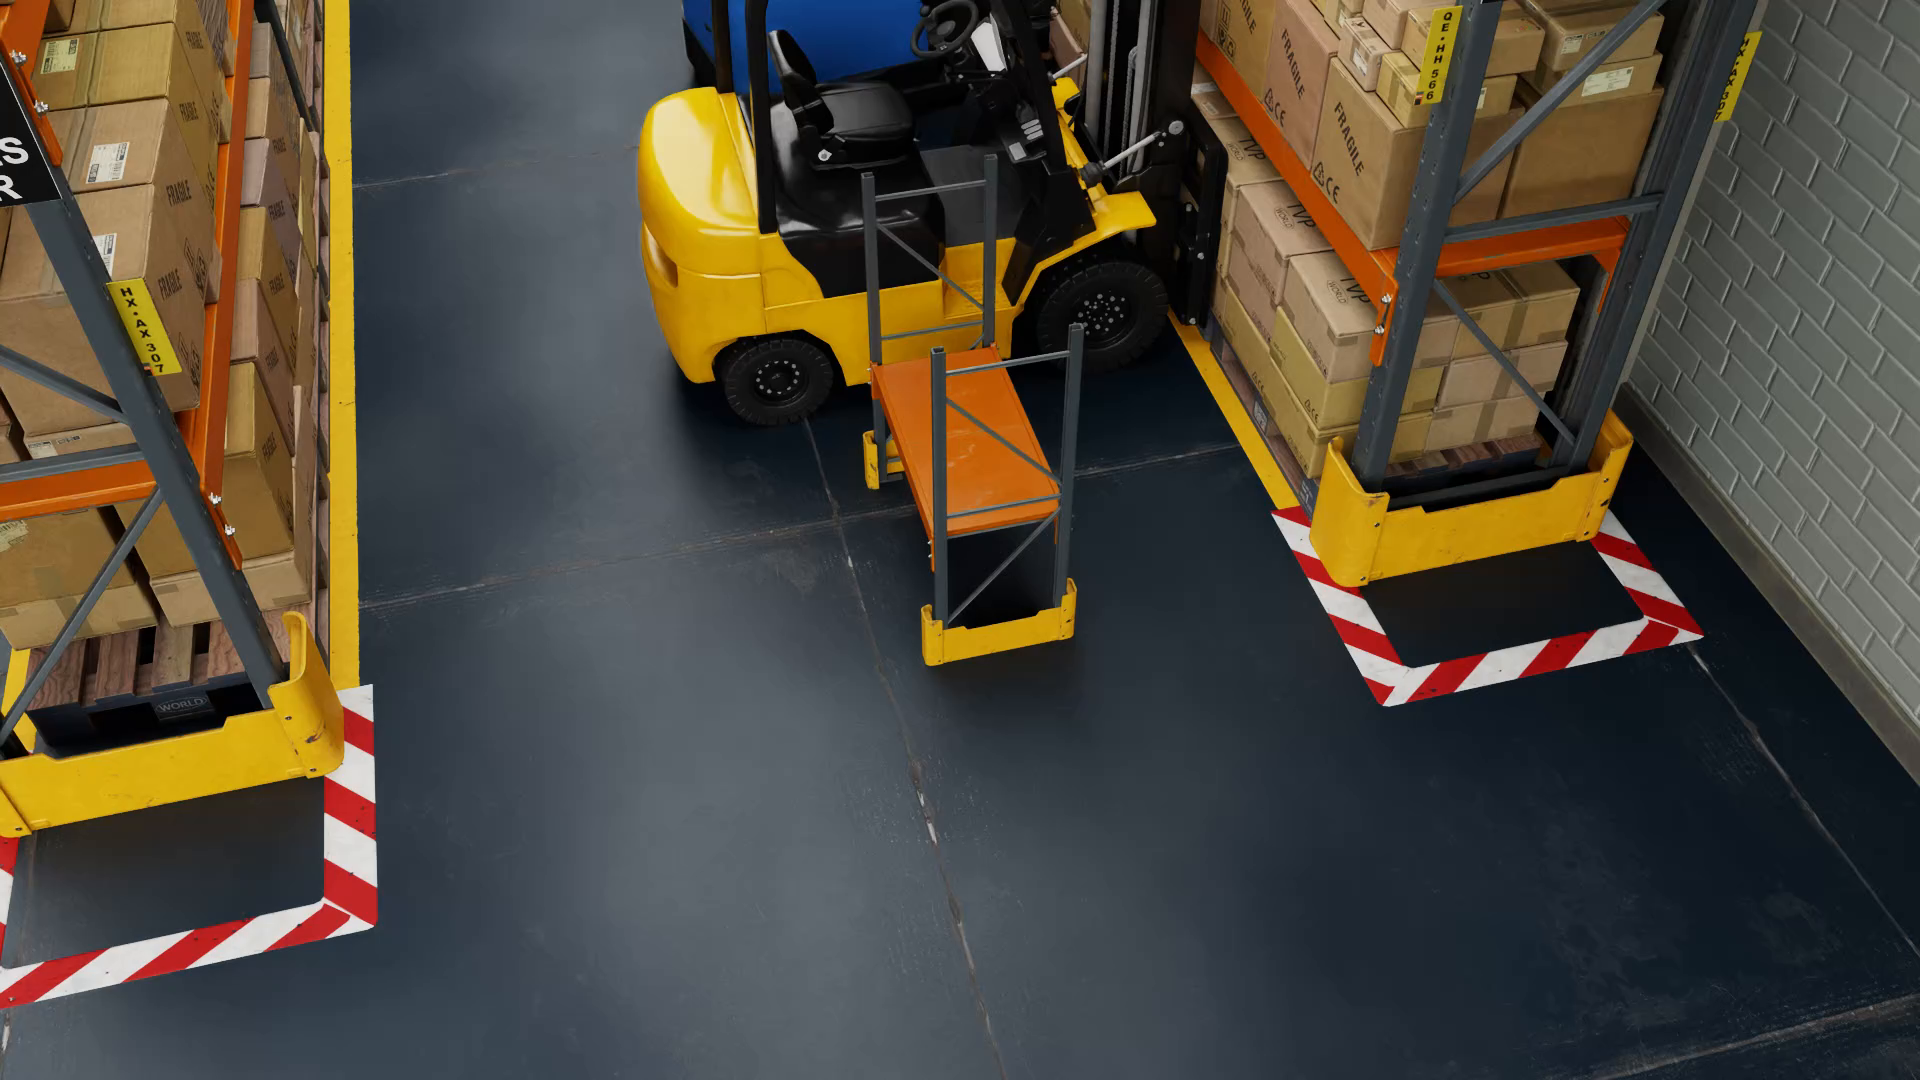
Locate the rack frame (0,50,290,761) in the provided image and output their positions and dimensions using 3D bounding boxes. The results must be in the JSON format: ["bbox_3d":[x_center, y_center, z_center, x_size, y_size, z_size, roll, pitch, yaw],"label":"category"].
[{"bbox_3d":[-2.791,-0.184,4.830,1.000,3.000,0.127,-11,47,-10],"label":"rack frame"}]

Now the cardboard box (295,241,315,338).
[{"bbox_3d":[-3.132,-1.054,7.314,0.500,0.250,0.500,-10,46,-10],"label":"cardboard box"}]

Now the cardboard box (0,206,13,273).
[{"bbox_3d":[-3.133,-0.986,4.638,0.700,0.500,0.500,-12,47,-11],"label":"cardboard box"}]

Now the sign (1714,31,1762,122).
[{"bbox_3d":[2.544,-1.522,5.480,0.100,0.325,0.005,-11,47,-10],"label":"sign"}]

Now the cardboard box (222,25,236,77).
[{"bbox_3d":[-3.175,-1.991,6.777,0.380,0.149,0.250,-11,47,-11],"label":"cardboard box"}]

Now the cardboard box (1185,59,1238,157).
[{"bbox_3d":[1.189,-1.939,7.481,0.500,0.250,0.500,-12,47,-11],"label":"cardboard box"}]

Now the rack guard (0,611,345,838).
[{"bbox_3d":[-2.811,0.638,5.774,1.175,0.500,0.348,-11,47,-10],"label":"rack guard"}]

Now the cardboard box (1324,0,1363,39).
[{"bbox_3d":[1.545,-1.906,5.993,0.380,0.149,0.250,-10,46,-10],"label":"cardboard box"}]

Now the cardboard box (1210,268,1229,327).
[{"bbox_3d":[1.343,-1.238,7.494,0.500,0.250,0.500,-10,46,-10],"label":"cardboard box"}]

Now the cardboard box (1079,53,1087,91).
[{"bbox_3d":[0.931,-2.298,8.533,0.500,0.250,0.500,-12,47,-11],"label":"cardboard box"}]

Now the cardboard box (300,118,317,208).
[{"bbox_3d":[-3.404,-1.771,8.017,0.500,0.250,0.500,-9,46,-9],"label":"cardboard box"}]

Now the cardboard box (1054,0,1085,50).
[{"bbox_3d":[0.808,-2.825,8.700,0.500,0.250,0.500,-11,47,-11],"label":"cardboard box"}]

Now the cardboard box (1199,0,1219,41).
[{"bbox_3d":[1.232,-2.480,7.010,0.500,0.500,0.500,-10,46,-10],"label":"cardboard box"}]

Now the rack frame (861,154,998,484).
[{"bbox_3d":[-0.108,-0.817,6.501,0.500,1.500,0.032,-11,47,-10],"label":"rack frame"}]

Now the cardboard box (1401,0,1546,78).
[{"bbox_3d":[1.711,-1.669,5.553,0.380,0.149,0.250,-11,47,-10],"label":"cardboard box"}]

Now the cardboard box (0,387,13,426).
[{"bbox_3d":[-3.196,-0.648,5.006,0.500,0.500,0.500,-11,47,-11],"label":"cardboard box"}]

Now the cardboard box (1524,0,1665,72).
[{"bbox_3d":[2.127,-1.731,5.614,0.380,0.149,0.250,-12,47,-11],"label":"cardboard box"}]

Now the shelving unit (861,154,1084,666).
[{"bbox_3d":[0.020,-0.472,6.163,0.587,1.500,1.083,-11,47,-10],"label":"shelving unit"}]

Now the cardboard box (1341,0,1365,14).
[{"bbox_3d":[1.525,-2.010,5.887,0.380,0.149,0.250,-10,46,-9],"label":"cardboard box"}]

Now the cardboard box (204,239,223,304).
[{"bbox_3d":[-2.766,-0.922,5.729,0.380,0.149,0.250,-10,46,-10],"label":"cardboard box"}]

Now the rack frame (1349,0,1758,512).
[{"bbox_3d":[2.006,-1.094,5.722,1.000,3.000,0.127,-11,47,-10],"label":"rack frame"}]

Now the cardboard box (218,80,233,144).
[{"bbox_3d":[-3.037,-1.638,6.431,0.380,0.149,0.250,-10,46,-10],"label":"cardboard box"}]

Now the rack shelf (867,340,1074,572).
[{"bbox_3d":[0.022,-0.340,6.285,0.538,0.185,1.000,-11,47,-10],"label":"rack shelf"}]

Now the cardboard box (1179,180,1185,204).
[{"bbox_3d":[1.184,-1.780,7.675,0.500,0.250,0.500,-11,47,-10],"label":"cardboard box"}]

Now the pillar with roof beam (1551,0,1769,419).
[{"bbox_3d":[-1.462,-3.053,3.441,9.100,9.000,0.400,-11,47,-10],"label":"pillar with roof beam"}]

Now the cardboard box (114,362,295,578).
[{"bbox_3d":[-2.737,-0.255,6.006,0.500,0.500,0.500,-12,47,-12],"label":"cardboard box"}]

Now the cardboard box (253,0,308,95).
[{"bbox_3d":[-3.952,-2.535,8.680,0.950,0.372,0.625,-10,46,-10],"label":"cardboard box"}]

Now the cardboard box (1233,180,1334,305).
[{"bbox_3d":[1.450,-1.241,6.797,0.500,0.250,0.500,-10,46,-10],"label":"cardboard box"}]

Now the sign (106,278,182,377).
[{"bbox_3d":[-2.267,-0.587,4.618,0.100,0.325,0.005,-11,47,-10],"label":"sign"}]

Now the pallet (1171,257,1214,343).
[{"bbox_3d":[1.461,-1.479,8.052,1.003,0.211,1.213,-11,47,-10],"label":"pallet"}]

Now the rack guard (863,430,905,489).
[{"bbox_3d":[-0.108,-0.379,6.946,0.587,0.250,0.087,-11,47,-10],"label":"rack guard"}]

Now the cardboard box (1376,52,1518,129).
[{"bbox_3d":[1.647,-1.545,5.639,0.380,0.149,0.250,-10,46,-10],"label":"cardboard box"}]

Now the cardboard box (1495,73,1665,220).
[{"bbox_3d":[2.148,-1.522,6.071,0.500,0.500,0.500,-9,46,-9],"label":"cardboard box"}]

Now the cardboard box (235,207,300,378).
[{"bbox_3d":[-2.995,-0.963,6.700,0.500,0.500,0.500,-10,46,-10],"label":"cardboard box"}]

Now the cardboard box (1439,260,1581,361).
[{"bbox_3d":[2.066,-0.995,6.556,0.500,0.250,0.500,-11,47,-11],"label":"cardboard box"}]

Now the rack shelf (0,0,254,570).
[{"bbox_3d":[-3.303,-1.313,6.440,1.077,0.370,4.000,-11,47,-10],"label":"rack shelf"}]

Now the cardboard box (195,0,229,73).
[{"bbox_3d":[-3.185,-2.112,6.441,0.500,0.500,0.500,-10,46,-9],"label":"cardboard box"}]

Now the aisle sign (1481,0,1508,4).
[{"bbox_3d":[1.739,-1.905,4.697,0.394,0.787,0.004,-11,47,-10],"label":"aisle sign"}]

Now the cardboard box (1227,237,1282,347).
[{"bbox_3d":[1.462,-1.081,6.990,0.500,0.250,0.500,-11,47,-11],"label":"cardboard box"}]

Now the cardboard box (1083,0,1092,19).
[{"bbox_3d":[0.924,-2.644,8.172,0.500,0.250,0.500,-11,47,-10],"label":"cardboard box"}]

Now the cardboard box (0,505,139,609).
[{"bbox_3d":[-3.248,-0.137,5.890,0.500,0.500,0.500,-10,46,-10],"label":"cardboard box"}]

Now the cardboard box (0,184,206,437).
[{"bbox_3d":[-2.644,-0.701,5.059,0.500,0.500,0.500,-11,47,-11],"label":"cardboard box"}]

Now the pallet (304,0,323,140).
[{"bbox_3d":[-4.016,-2.507,9.059,1.003,0.211,1.213,-11,47,-10],"label":"pallet"}]

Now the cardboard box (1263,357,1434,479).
[{"bbox_3d":[1.581,-0.546,6.816,0.500,0.250,0.500,-10,46,-10],"label":"cardboard box"}]

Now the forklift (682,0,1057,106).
[{"bbox_3d":[0.037,-3.829,8.450,3.031,2.935,1.130,-18,48,-16],"label":"forklift"}]

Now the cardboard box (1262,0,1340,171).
[{"bbox_3d":[1.503,-1.781,6.325,0.500,0.500,0.500,-9,46,-9],"label":"cardboard box"}]

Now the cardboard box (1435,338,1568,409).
[{"bbox_3d":[2.087,-0.817,6.731,0.500,0.250,0.500,-10,46,-10],"label":"cardboard box"}]

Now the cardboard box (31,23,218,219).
[{"bbox_3d":[-2.912,-1.410,5.753,0.500,0.500,0.500,-12,47,-11],"label":"cardboard box"}]

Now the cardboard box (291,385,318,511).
[{"bbox_3d":[-2.854,-0.330,6.604,0.500,0.250,0.500,-9,46,-9],"label":"cardboard box"}]

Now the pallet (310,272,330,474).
[{"bbox_3d":[-3.293,-0.669,7.258,1.003,0.211,1.213,-11,47,-10],"label":"pallet"}]

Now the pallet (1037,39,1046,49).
[{"bbox_3d":[0.756,-3.382,9.916,1.003,0.211,1.213,-11,47,-10],"label":"pallet"}]

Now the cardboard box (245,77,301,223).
[{"bbox_3d":[-3.272,-1.683,7.405,0.500,0.500,0.500,-10,46,-10],"label":"cardboard box"}]
